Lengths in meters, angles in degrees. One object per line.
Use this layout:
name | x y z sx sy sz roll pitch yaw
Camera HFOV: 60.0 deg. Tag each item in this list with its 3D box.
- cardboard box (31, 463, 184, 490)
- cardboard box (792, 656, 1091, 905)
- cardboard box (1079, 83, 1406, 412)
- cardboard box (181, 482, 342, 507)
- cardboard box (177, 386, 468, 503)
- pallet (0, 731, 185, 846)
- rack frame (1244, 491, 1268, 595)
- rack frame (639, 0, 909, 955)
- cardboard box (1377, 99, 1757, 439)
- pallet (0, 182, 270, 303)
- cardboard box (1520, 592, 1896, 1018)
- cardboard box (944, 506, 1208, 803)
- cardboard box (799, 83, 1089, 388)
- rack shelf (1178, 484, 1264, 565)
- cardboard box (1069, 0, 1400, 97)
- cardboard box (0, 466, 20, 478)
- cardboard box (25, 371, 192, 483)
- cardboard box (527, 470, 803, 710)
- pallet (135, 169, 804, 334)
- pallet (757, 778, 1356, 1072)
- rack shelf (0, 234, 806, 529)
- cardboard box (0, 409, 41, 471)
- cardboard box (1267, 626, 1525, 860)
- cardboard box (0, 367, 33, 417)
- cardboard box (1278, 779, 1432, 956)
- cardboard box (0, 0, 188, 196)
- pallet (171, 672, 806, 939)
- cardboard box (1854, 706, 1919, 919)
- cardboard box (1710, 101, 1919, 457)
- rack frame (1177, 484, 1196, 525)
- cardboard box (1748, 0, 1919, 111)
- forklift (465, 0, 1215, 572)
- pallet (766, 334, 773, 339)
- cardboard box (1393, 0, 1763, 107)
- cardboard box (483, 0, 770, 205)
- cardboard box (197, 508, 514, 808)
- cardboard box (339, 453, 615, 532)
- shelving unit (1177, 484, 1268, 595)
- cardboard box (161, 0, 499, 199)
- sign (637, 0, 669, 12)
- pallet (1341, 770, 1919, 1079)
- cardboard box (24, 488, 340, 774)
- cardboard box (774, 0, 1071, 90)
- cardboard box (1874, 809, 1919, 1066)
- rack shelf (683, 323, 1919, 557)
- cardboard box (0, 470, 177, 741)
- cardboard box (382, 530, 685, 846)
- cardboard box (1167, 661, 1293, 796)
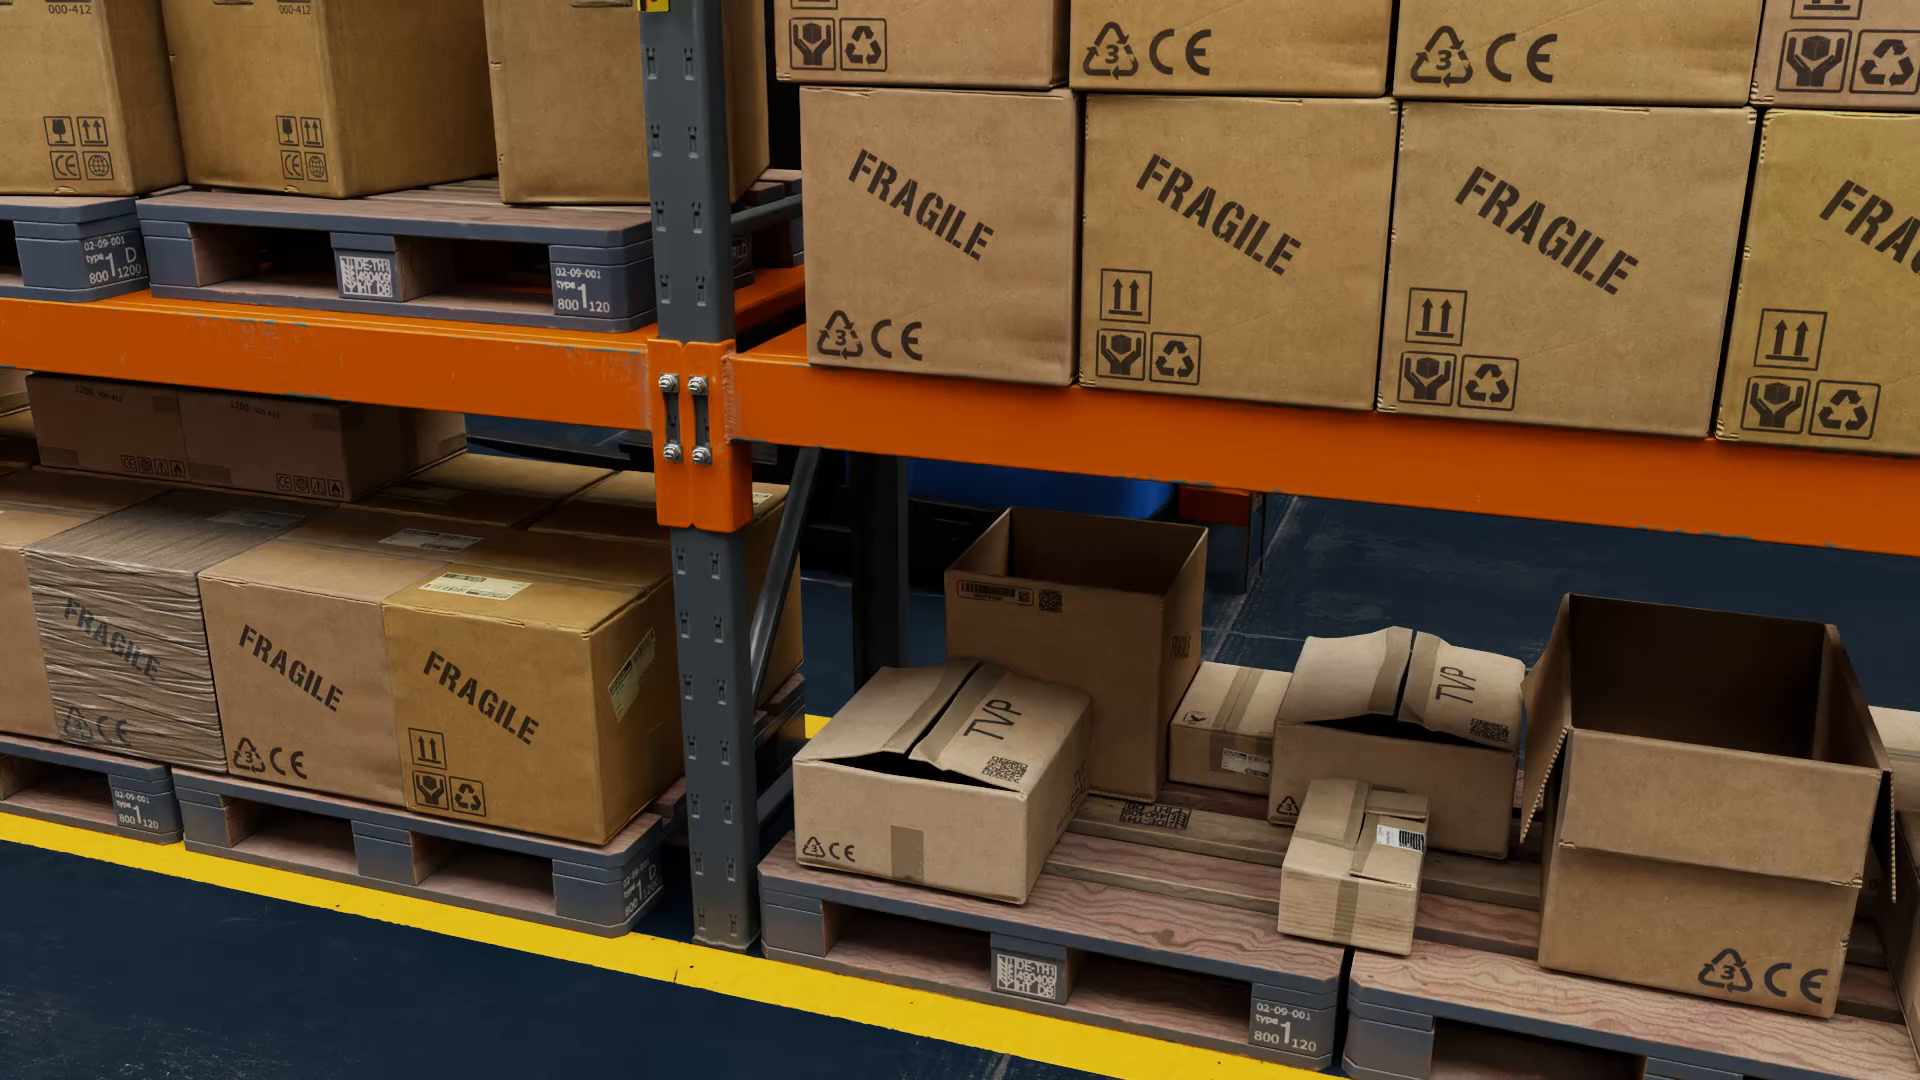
cardboard box | -2.183 -0.015 4.692 0.500 0.500 0.500 6 20 16
cardboard box | -0.026 0.480 3.559 0.500 0.311 0.500 7 20 18
cardboard box | 0.525 -0.548 2.939 0.500 0.500 0.500 7 20 19
cardboard box | -1.706 0.039 4.535 0.500 0.500 0.500 7 20 19
cardboard box | -1.673 -0.312 4.405 0.500 0.250 0.500 7 20 18
pallet | -2.289 0.415 4.566 1.213 0.211 1.003 7 20 18
rack frame | 0.994 -0.341 5.461 0.008 1.050 0.200 9 21 24
rack frame | -0.352 -0.695 3.512 0.127 3.000 1.000 7 20 18
cardboard box | 0.997 -0.493 2.782 0.500 0.500 0.500 6 20 18
pallet | -2.292 -0.827 4.184 1.213 0.211 1.003 7 20 18
cardboard box | 1.425 0.478 3.273 0.637 0.503 0.797 7 20 18
cardboard box | 0.280 0.251 3.927 0.500 0.500 0.500 7 20 18
cardboard box | 0.040 -0.602 3.094 0.500 0.500 0.500 7 20 19
rack shelf | 0.884 -0.086 5.605 0.240 0.259 0.215 9 21 24
cardboard box | 0.489 -1.020 2.774 0.500 0.500 0.500 6 20 16
cardboard box | -2.825 0.094 4.377 0.500 0.500 0.500 6 20 17
cardboard box | -2.147 -0.366 4.560 0.500 0.250 0.500 6 20 17
cardboard box | -0.729 0.150 4.218 0.500 0.500 0.500 6 20 16
pallet | -1.071 -0.724 3.888 1.213 0.211 1.003 7 20 18
pallet | 0.297 0.697 3.757 1.213 0.211 1.003 7 20 18
rack shelf | -2.241 -0.571 4.250 4.000 0.370 1.077 7 20 18
cardboard box | -2.681 -0.070 4.849 0.500 0.500 0.500 6 20 16
cardboard box | 0.988 0.422 3.726 0.500 0.311 0.500 7 20 18
cardboard box | -3.115 -0.475 4.873 0.500 0.250 0.500 7 21 20
cardboard box | 0.794 0.638 3.324 0.250 0.166 0.380 7 20 18
cardboard box | -2.041 -1.112 3.919 0.500 0.500 0.700 1 19 4
pallet | -1.132 0.546 4.189 1.213 0.211 1.003 7 20 18
cardboard box | 2.062 0.573 3.384 0.500 0.250 0.500 7 20 18
cardboard box | 1.478 -0.439 2.625 0.500 0.500 0.500 6 20 17
rack frame | 0.773 -0.376 5.559 0.008 1.050 0.200 9 21 24
cardboard box | 1.462 -0.909 2.455 0.500 0.500 0.500 7 20 20
forklift | -0.581 -1.494 5.908 3.031 2.935 1.130 9 21 24
pallet | -0.639 -1.110 8.939 1.213 0.211 1.003 7 20 18
cardboard box | 0.974 -0.964 2.615 0.500 0.500 0.500 6 20 16
cardboard box | -0.726 -1.061 3.773 0.500 0.500 0.700 0 19 0
cardboard box | -1.376 0.258 3.909 0.500 0.500 0.500 7 20 18
cardboard box | -1.236 0.096 4.373 0.500 0.500 0.500 7 20 19
shelving unit | 0.884 -0.359 5.510 0.252 1.050 0.215 9 21 24
cardboard box | -1.396 -1.115 3.929 0.500 0.500 0.700 10 22 27
sign | -0.530 -1.068 2.825 0.005 0.325 0.100 7 20 18
pallet | 1.453 0.828 3.381 1.213 0.211 1.003 7 20 18
cardboard box | -1.850 0.203 4.065 0.500 0.500 0.500 7 20 19
cardboard box | 0.001 -1.076 2.934 0.500 0.500 0.500 7 20 19
cardboard box | 1.945 0.734 2.922 0.500 0.250 0.500 7 20 18
rack shelf | 1.538 -0.139 3.010 4.000 0.370 1.077 7 20 18
cardboard box | -2.331 0.149 4.220 0.500 0.500 0.500 6 20 16
cardboard box | -0.912 0.314 3.748 0.500 0.500 0.500 6 20 18
cardboard box | 0.654 0.439 3.922 0.250 0.149 0.380 7 20 18
